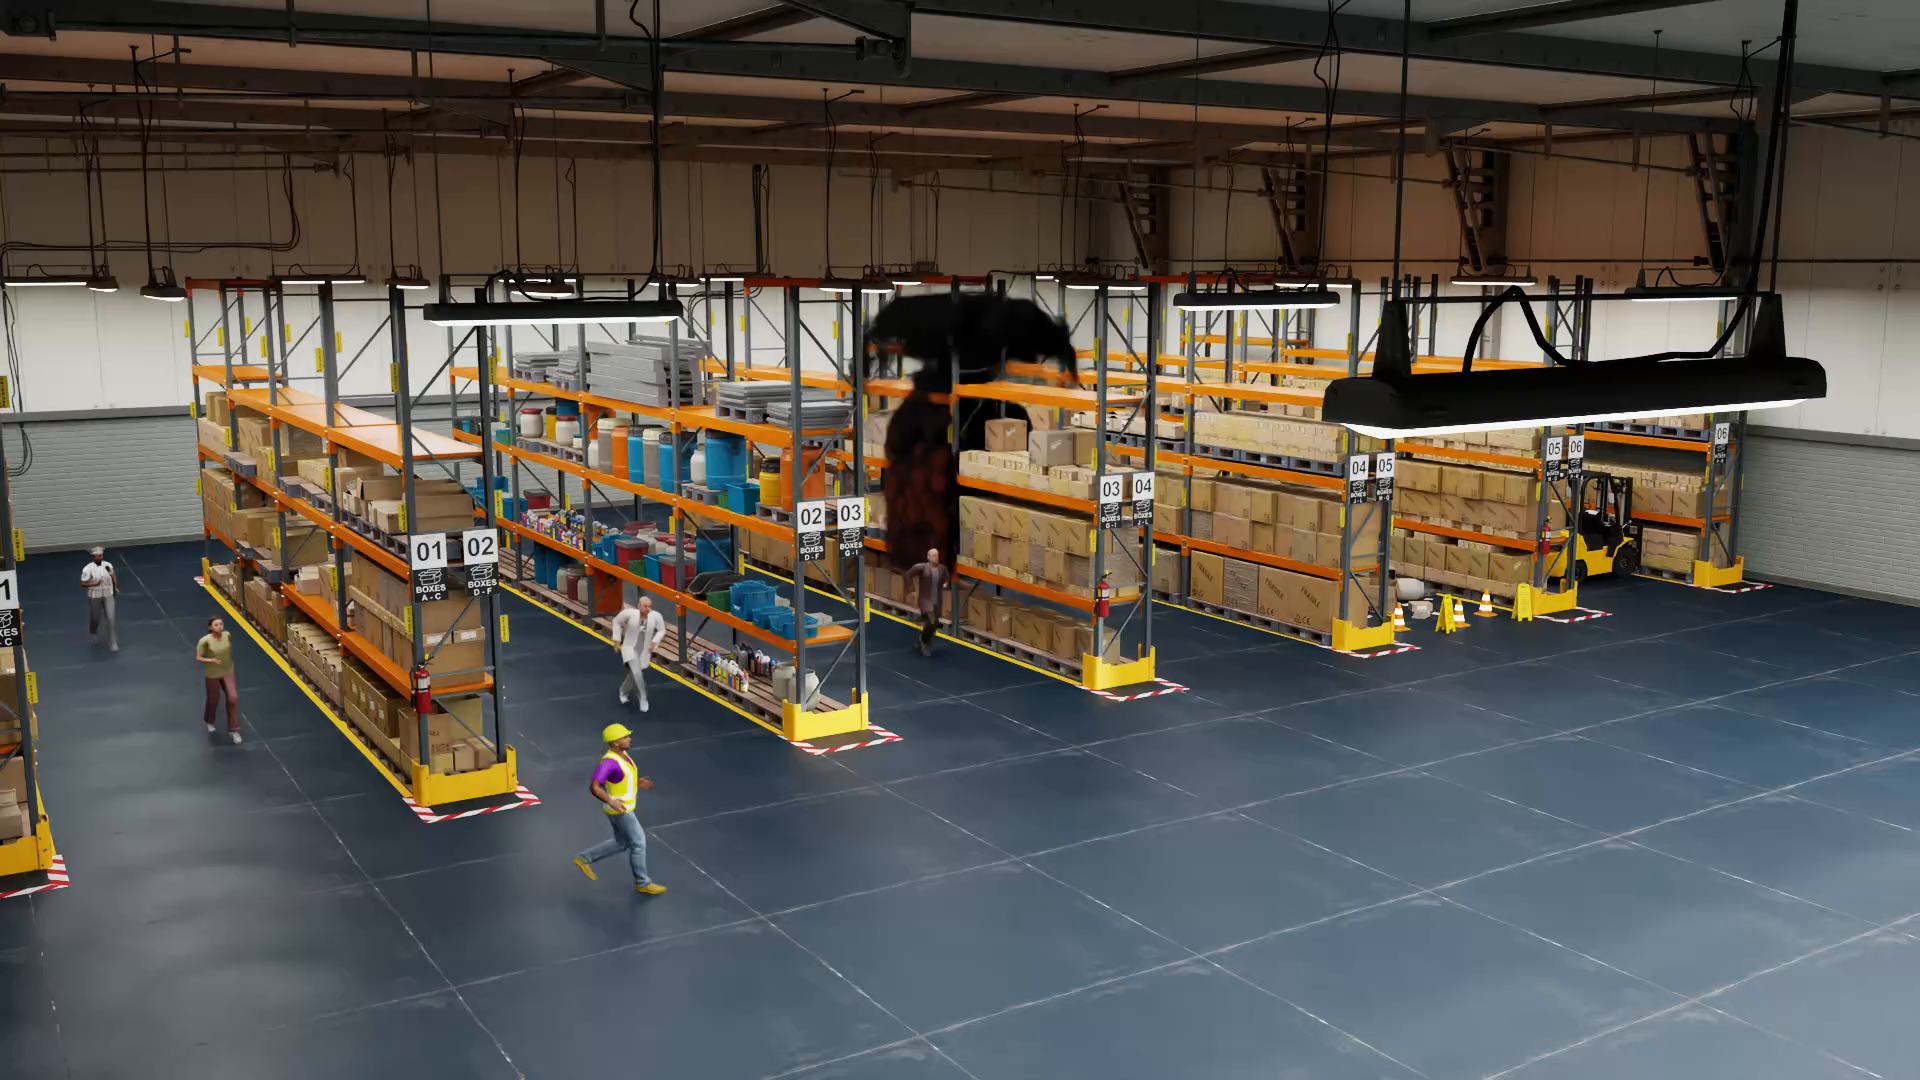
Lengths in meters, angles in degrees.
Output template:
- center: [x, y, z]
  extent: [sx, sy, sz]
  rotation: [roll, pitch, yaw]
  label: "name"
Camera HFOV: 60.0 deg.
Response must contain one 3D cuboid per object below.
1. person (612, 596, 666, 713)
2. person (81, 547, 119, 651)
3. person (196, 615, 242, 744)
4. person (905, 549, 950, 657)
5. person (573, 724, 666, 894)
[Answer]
- center: [-4.601, 1.571, 23.772]
  extent: [0.715, 1.674, 0.935]
  rotation: [-5, 11, -26]
  label: "person"
- center: [-14.076, 0.931, 27.255]
  extent: [0.575, 1.685, 0.938]
  rotation: [-8, 12, -38]
  label: "person"
- center: [-9.891, 1.818, 22.136]
  extent: [0.529, 1.696, 0.887]
  rotation: [-8, 12, -39]
  label: "person"
- center: [-0.483, 1.008, 26.748]
  extent: [0.677, 1.763, 0.795]
  rotation: [-6, 11, -31]
  label: "person"
- center: [-3.439, 2.705, 16.684]
  extent: [0.927, 1.769, 0.699]
  rotation: [-1, 10, -7]
  label: "person"
